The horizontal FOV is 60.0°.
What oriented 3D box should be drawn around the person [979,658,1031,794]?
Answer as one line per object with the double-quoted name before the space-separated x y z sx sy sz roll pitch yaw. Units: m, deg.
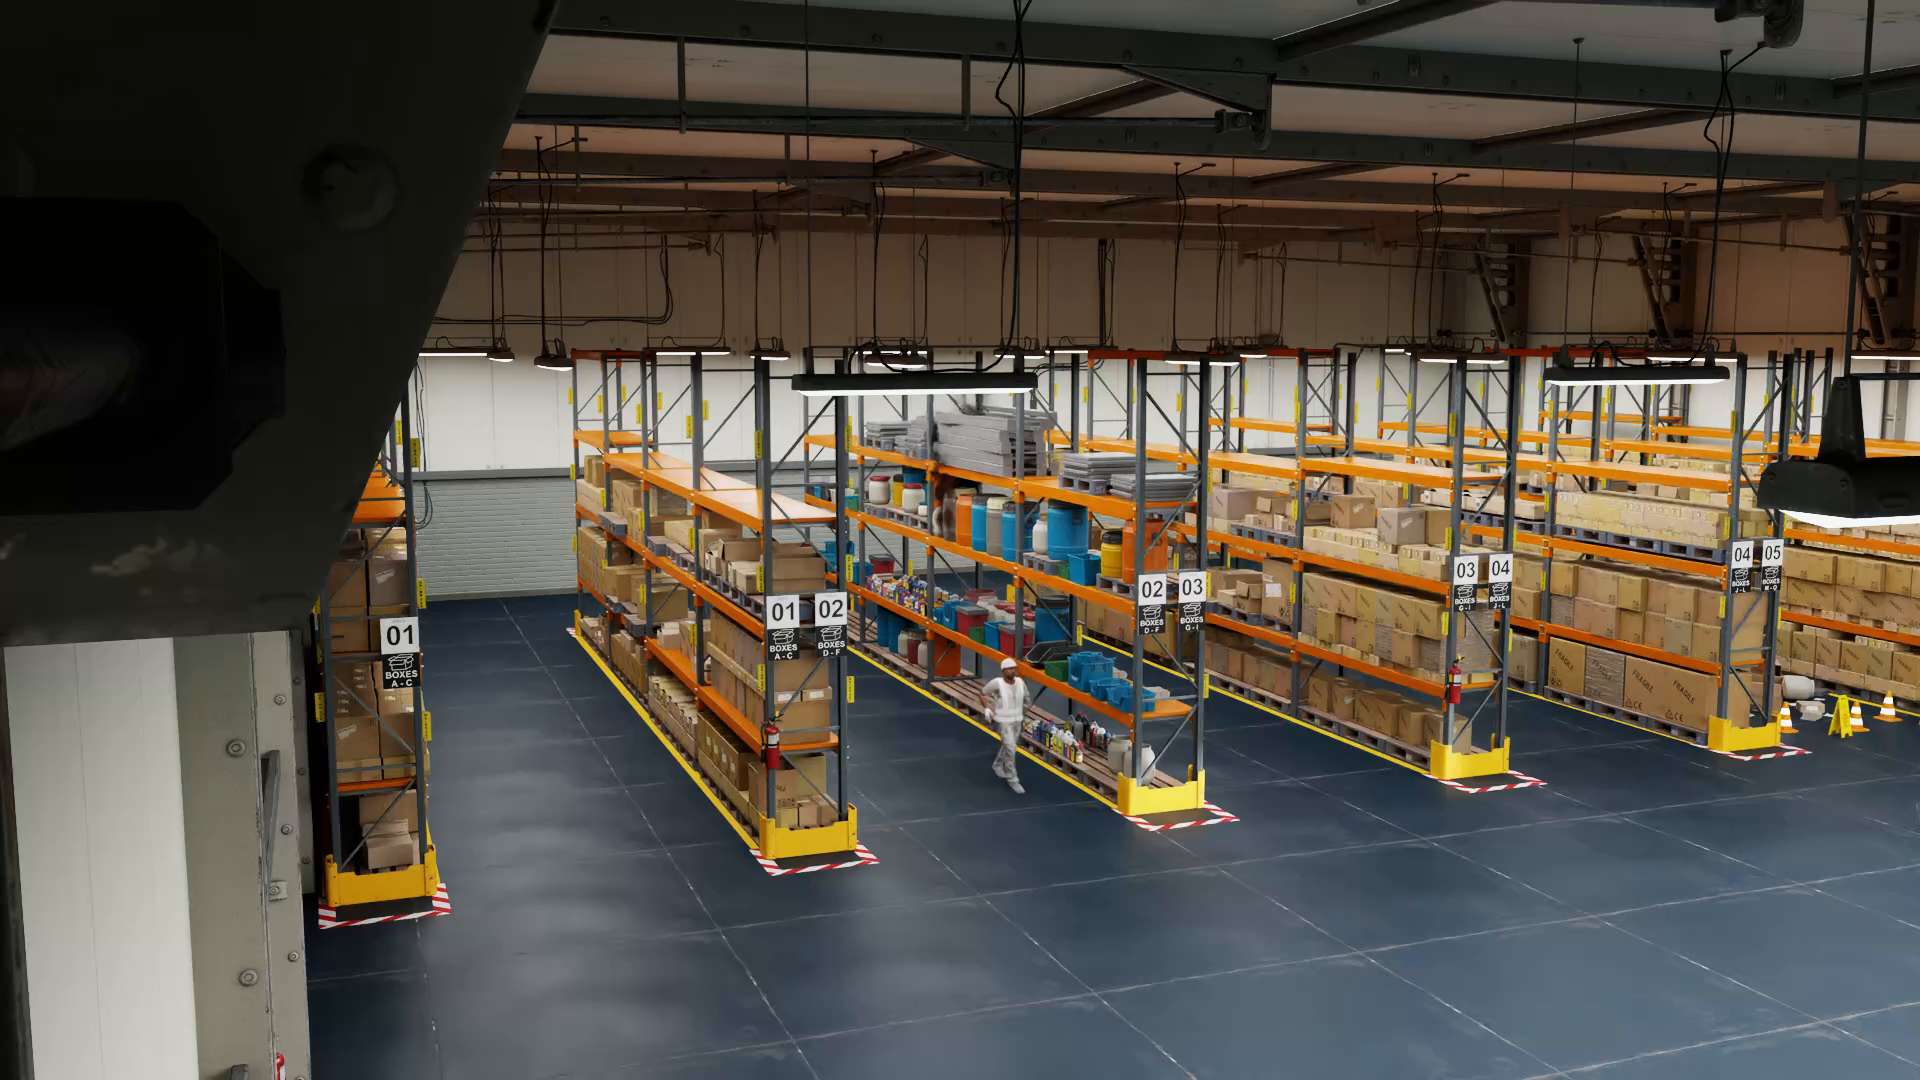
"person" 0.677 2.548 23.206 0.671 1.819 0.897 -5 9 -36
